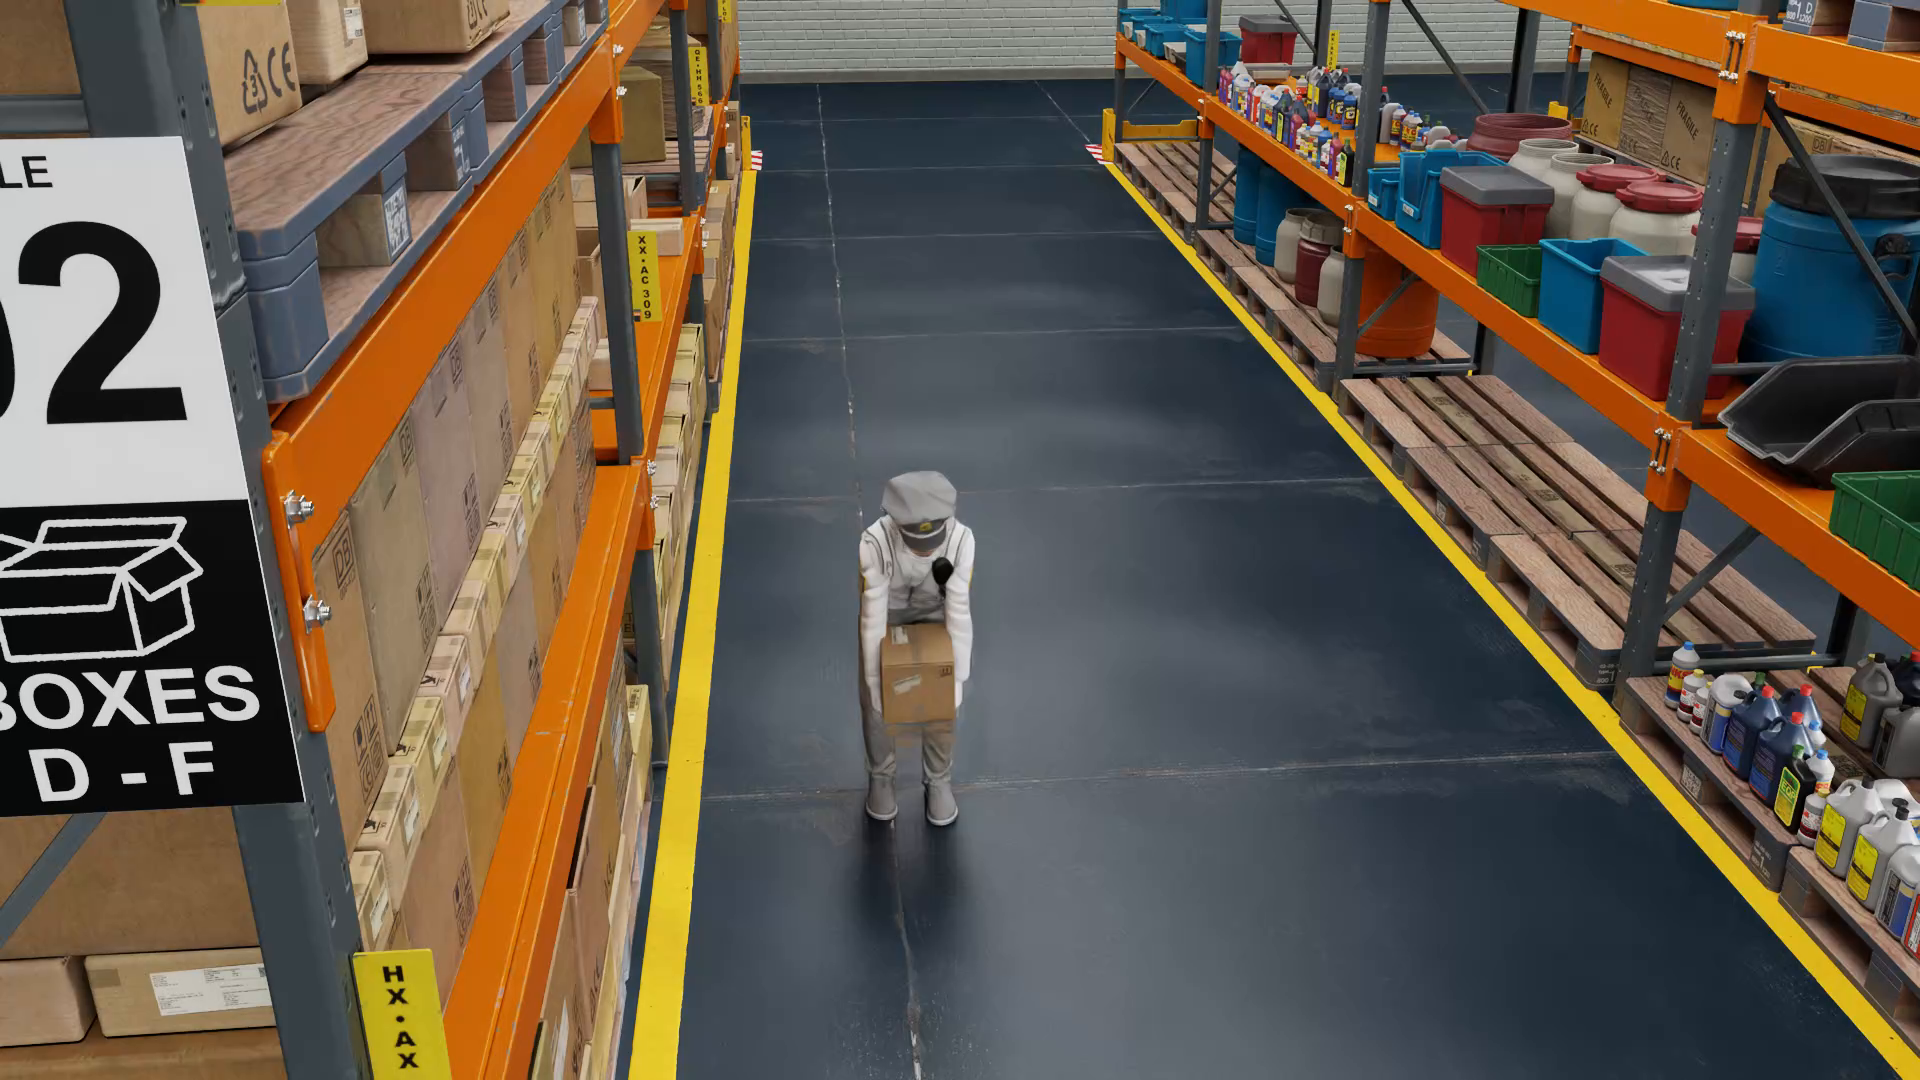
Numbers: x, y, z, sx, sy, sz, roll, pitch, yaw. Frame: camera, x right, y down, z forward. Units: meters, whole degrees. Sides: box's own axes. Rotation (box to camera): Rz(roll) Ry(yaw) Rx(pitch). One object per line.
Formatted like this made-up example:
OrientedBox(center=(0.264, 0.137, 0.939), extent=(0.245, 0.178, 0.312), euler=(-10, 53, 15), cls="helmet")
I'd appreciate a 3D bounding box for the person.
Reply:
OrientedBox(center=(-0.157, 0.392, 5.948), extent=(0.409, 1.483, 0.750), euler=(-2, 24, -5), cls="person")
